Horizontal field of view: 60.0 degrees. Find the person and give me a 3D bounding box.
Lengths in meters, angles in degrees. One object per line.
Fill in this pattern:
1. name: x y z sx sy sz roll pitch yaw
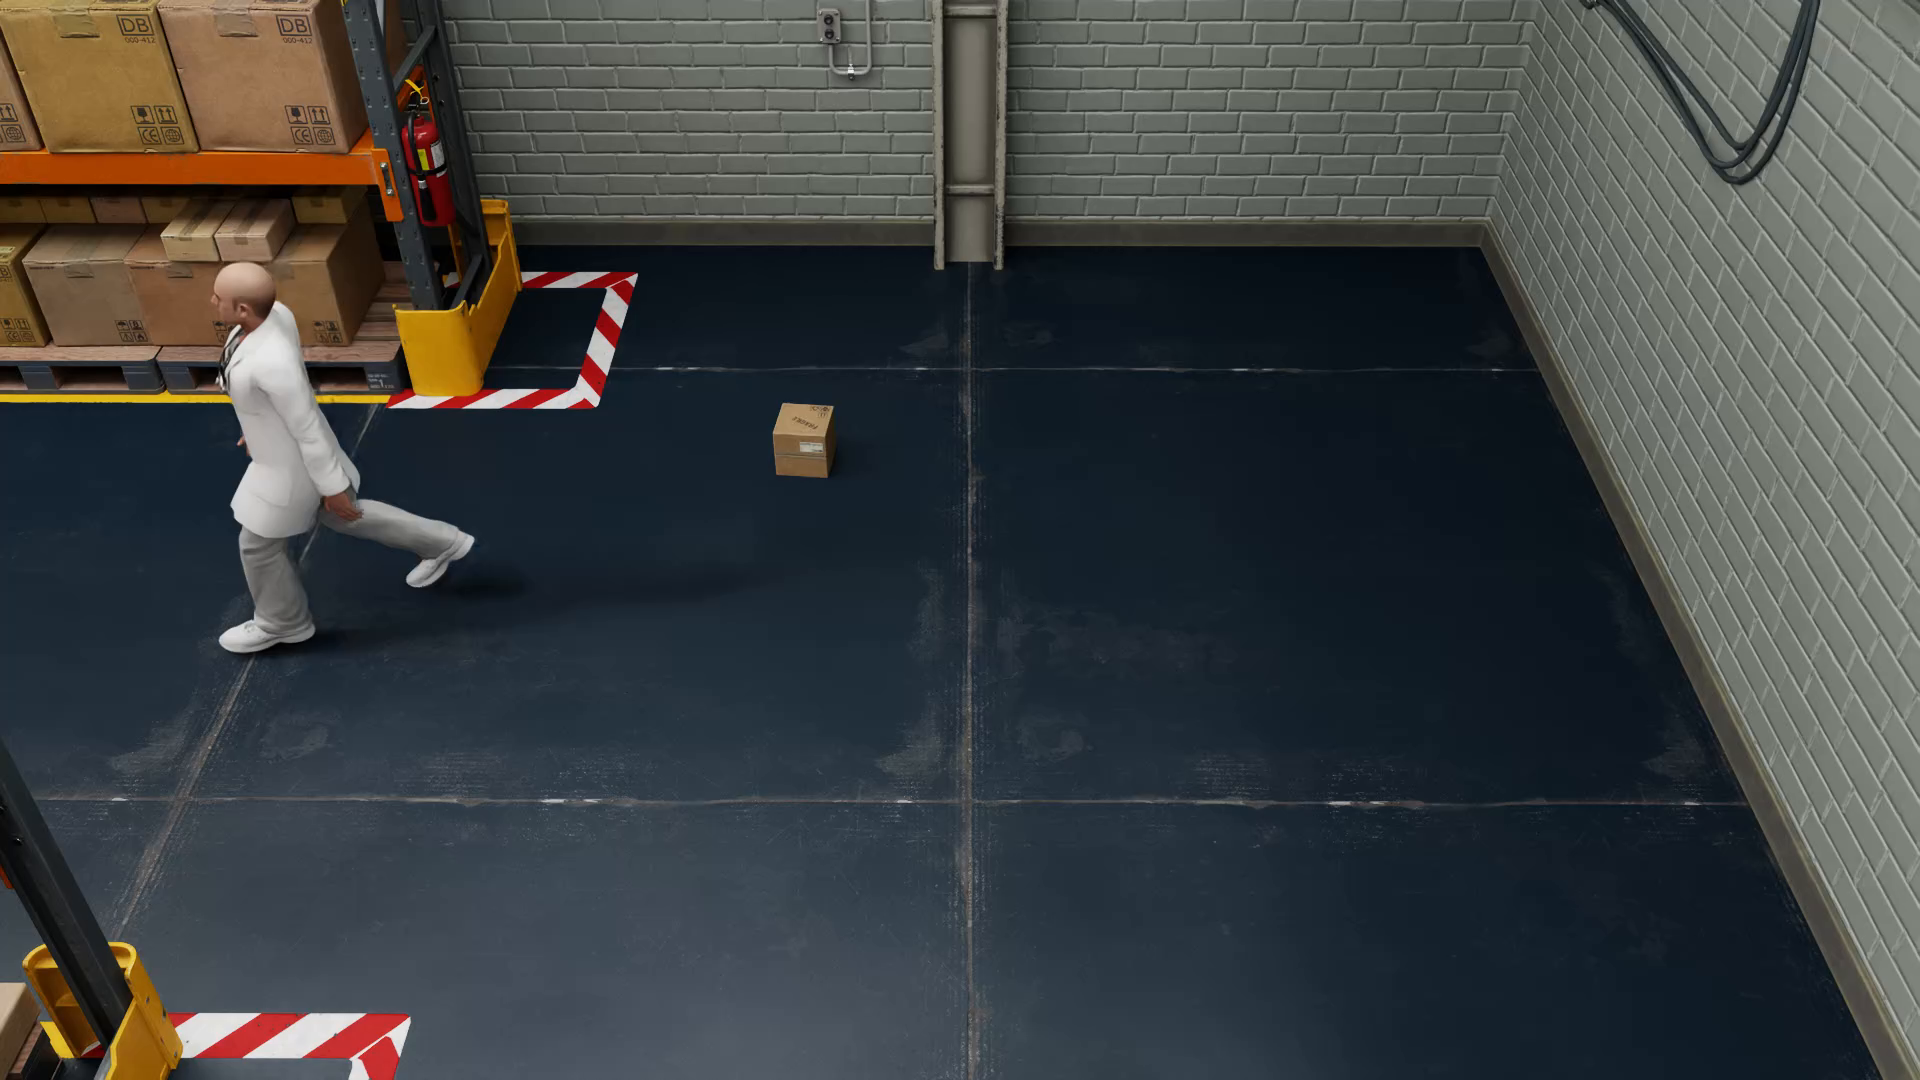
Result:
1. person: -2.583 -0.343 6.588 1.080 1.734 0.620 -10 40 -12
